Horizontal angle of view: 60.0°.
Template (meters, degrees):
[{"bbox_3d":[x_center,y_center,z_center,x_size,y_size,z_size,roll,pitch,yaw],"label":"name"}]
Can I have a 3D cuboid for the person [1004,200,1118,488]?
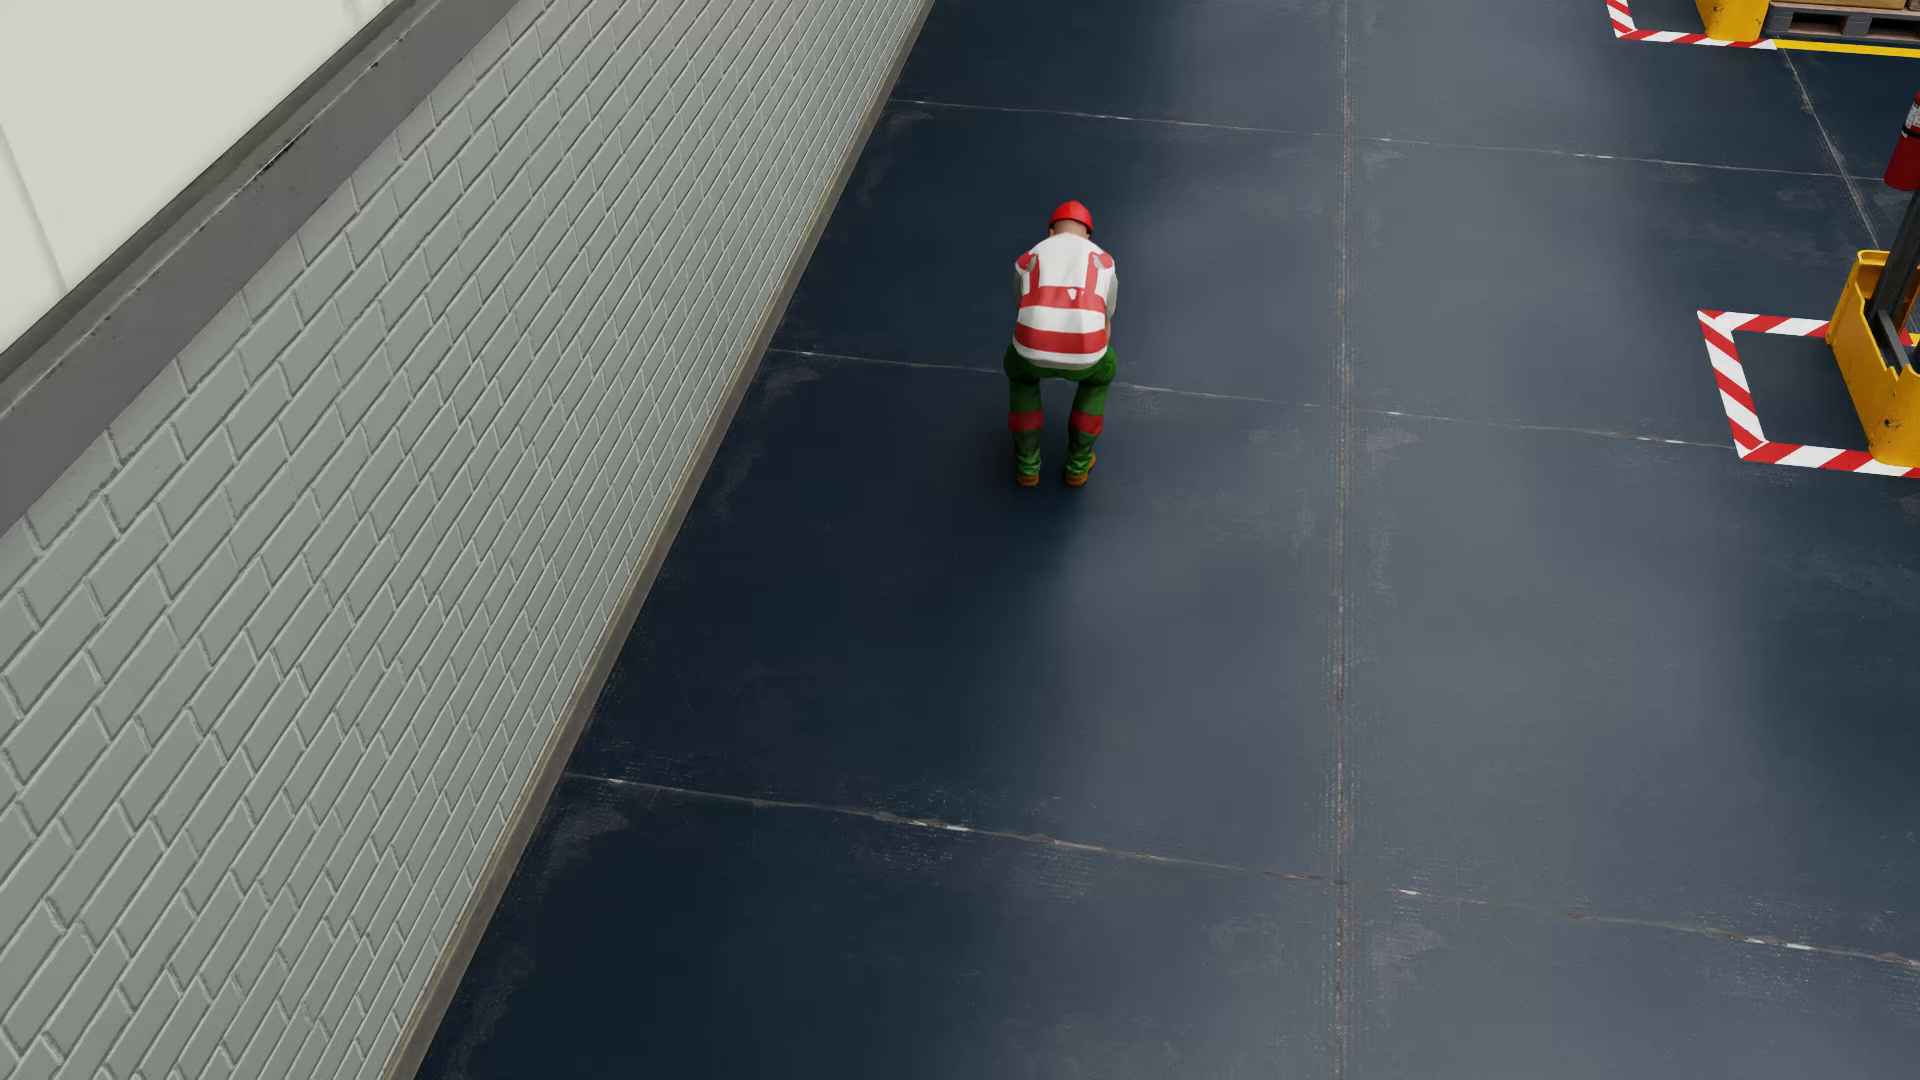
[{"bbox_3d":[0.470,-0.870,7.672,0.517,1.135,0.950,5,40,6],"label":"person"}]
